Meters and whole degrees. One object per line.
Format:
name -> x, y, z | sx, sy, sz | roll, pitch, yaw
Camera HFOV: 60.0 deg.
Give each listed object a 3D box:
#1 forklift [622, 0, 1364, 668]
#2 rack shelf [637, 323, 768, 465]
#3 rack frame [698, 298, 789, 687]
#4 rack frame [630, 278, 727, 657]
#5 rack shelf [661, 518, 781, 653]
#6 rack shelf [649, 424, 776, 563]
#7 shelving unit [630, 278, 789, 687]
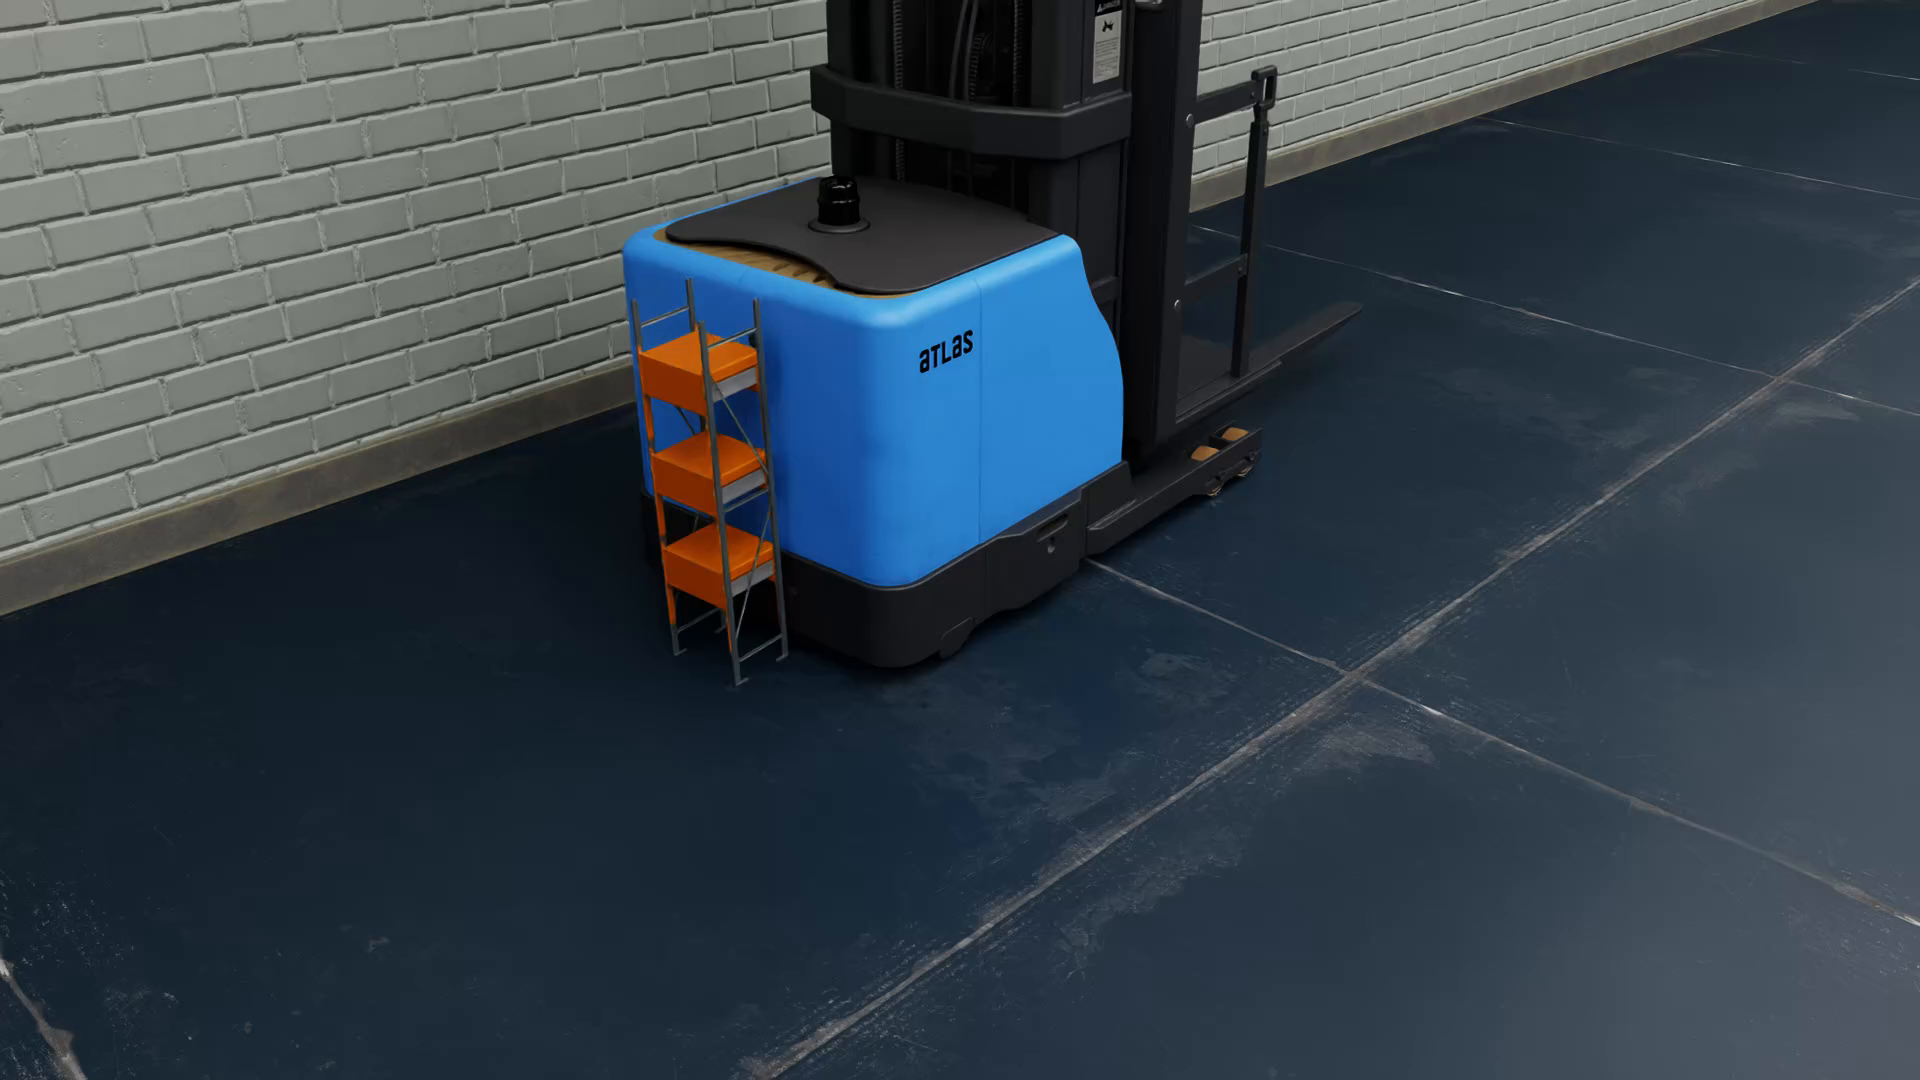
forklift -> 0.375, -1.573, 5.092 | 1.130, 2.935, 3.031 | 21, 34, 34
rack shelf -> -0.653, -0.376, 4.244 | 0.240, 0.259, 0.215 | 21, 36, 34
rack frame -> -0.553, -0.101, 4.308 | 0.008, 1.050, 0.200 | 21, 36, 34
rack frame -> -0.742, -0.173, 4.445 | 0.008, 1.050, 0.200 | 21, 36, 34
rack shelf -> -0.642, 0.115, 4.516 | 0.240, 0.259, 0.215 | 21, 36, 34
rack shelf -> -0.647, -0.128, 4.381 | 0.240, 0.259, 0.215 | 21, 36, 34
shelving unit -> -0.647, -0.137, 4.376 | 0.252, 1.050, 0.215 | 21, 36, 34
